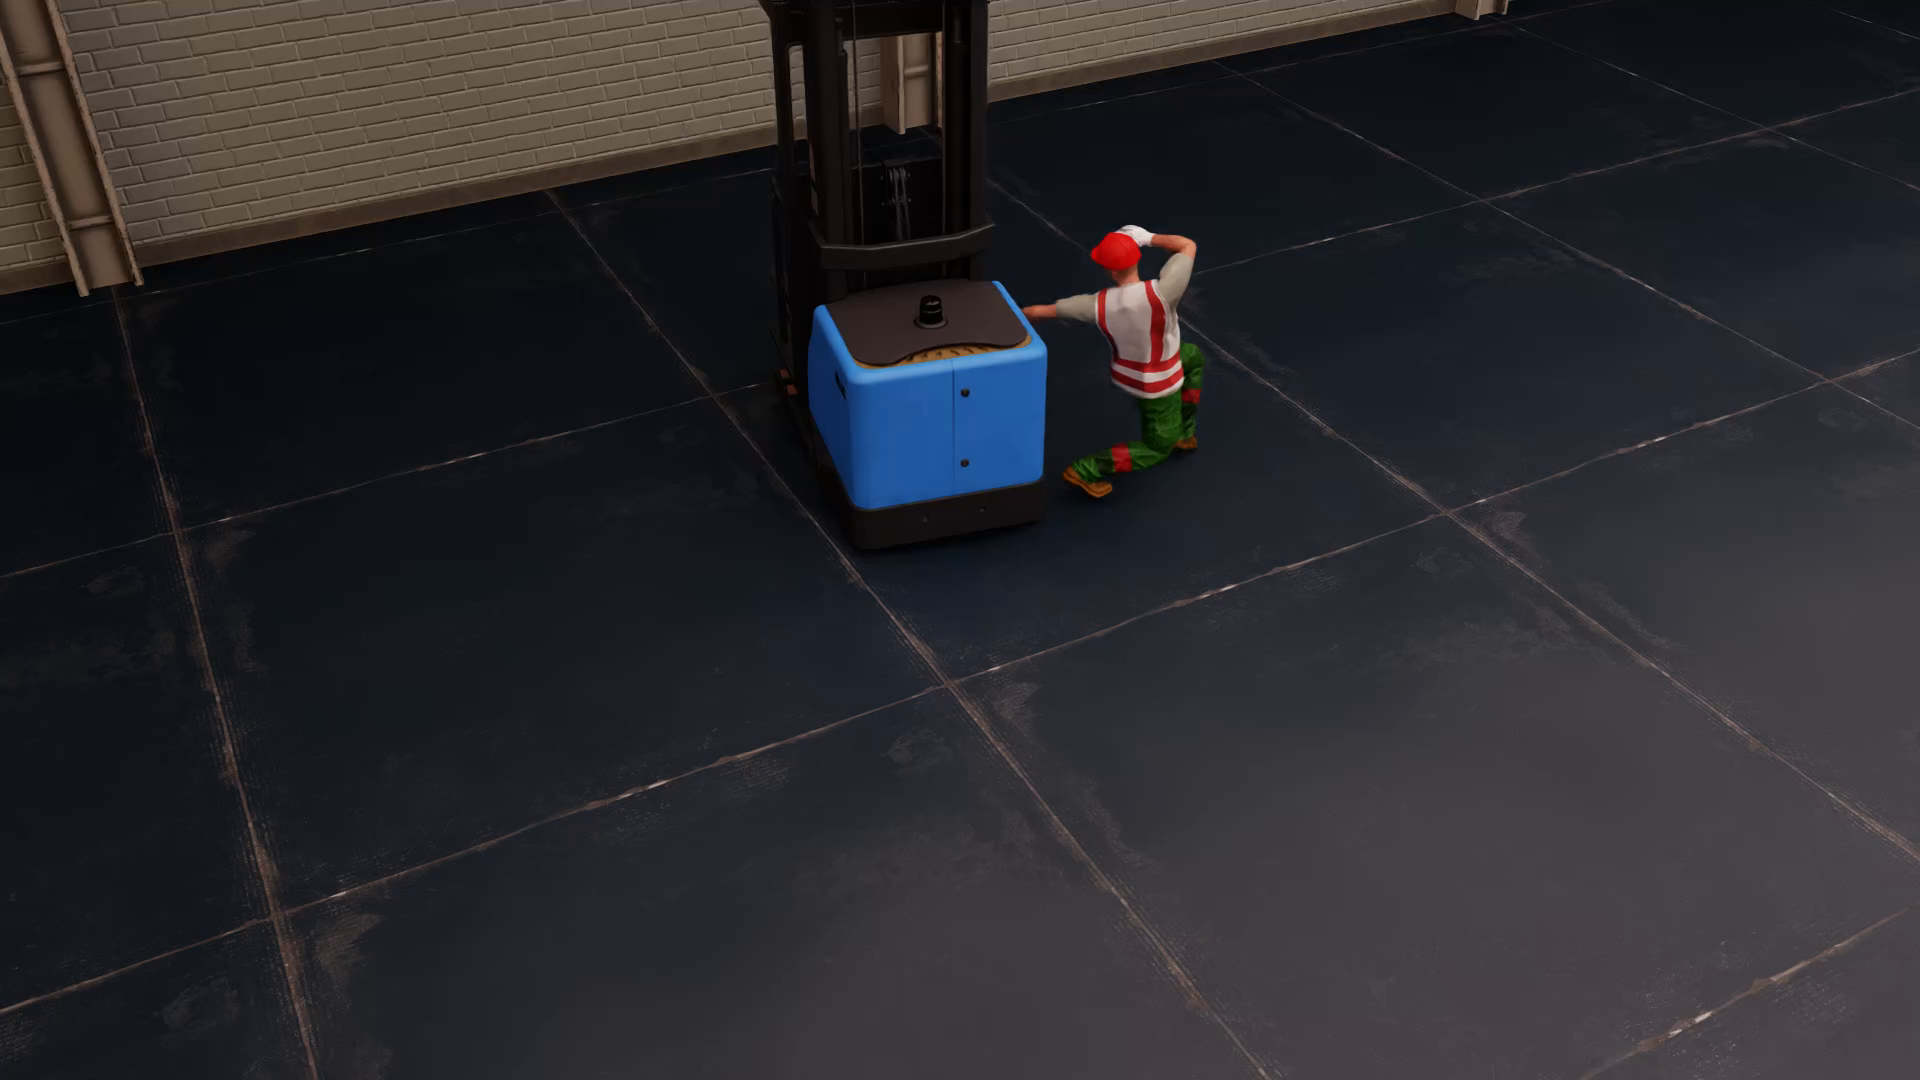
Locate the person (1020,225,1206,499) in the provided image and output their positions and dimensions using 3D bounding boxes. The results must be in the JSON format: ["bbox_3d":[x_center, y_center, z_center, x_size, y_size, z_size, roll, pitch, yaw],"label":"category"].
[{"bbox_3d":[0.816,-1.058,8.868,0.977,1.468,0.995,-28,44,-34],"label":"person"}]

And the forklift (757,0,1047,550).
[{"bbox_3d":[-0.471,-1.998,8.949,1.130,2.935,3.031,-10,36,-14],"label":"forklift"}]
